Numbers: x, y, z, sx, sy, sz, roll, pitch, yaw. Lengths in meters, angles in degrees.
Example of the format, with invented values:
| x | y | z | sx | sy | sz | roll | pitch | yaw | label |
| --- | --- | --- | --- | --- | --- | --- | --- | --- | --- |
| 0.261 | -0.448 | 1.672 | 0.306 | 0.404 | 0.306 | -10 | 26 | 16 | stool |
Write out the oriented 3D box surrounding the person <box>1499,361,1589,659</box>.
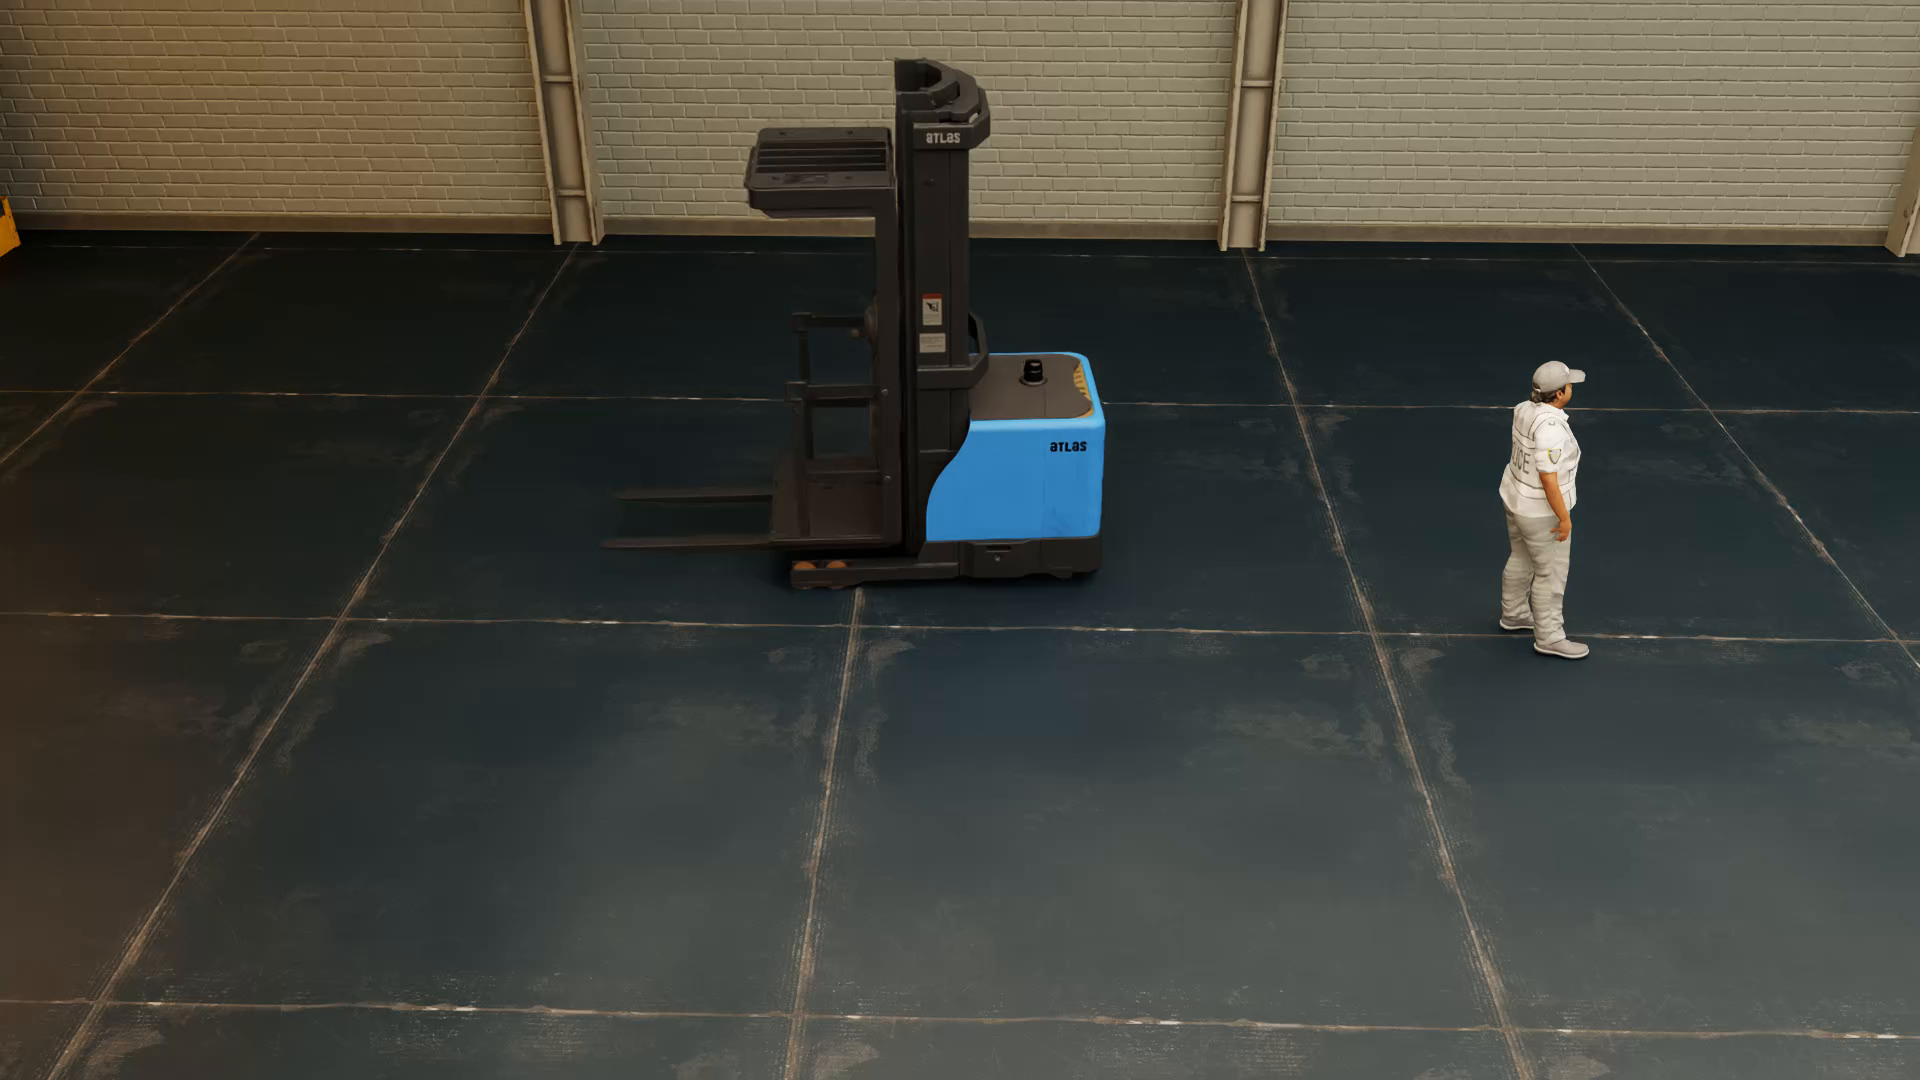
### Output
| x | y | z | sx | sy | sz | roll | pitch | yaw | label |
| --- | --- | --- | --- | --- | --- | --- | --- | --- | --- |
| 3.269 | -0.192 | 9.169 | 0.529 | 1.670 | 0.598 | -2 | 31 | -3 | person |

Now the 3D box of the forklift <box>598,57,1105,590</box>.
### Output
| x | y | z | sx | sy | sz | roll | pitch | yaw | label |
| --- | --- | --- | --- | --- | --- | --- | --- | --- | --- |
| -0.679 | -1.237 | 9.712 | 3.031 | 2.935 | 1.130 | -1 | 31 | -2 | forklift |
